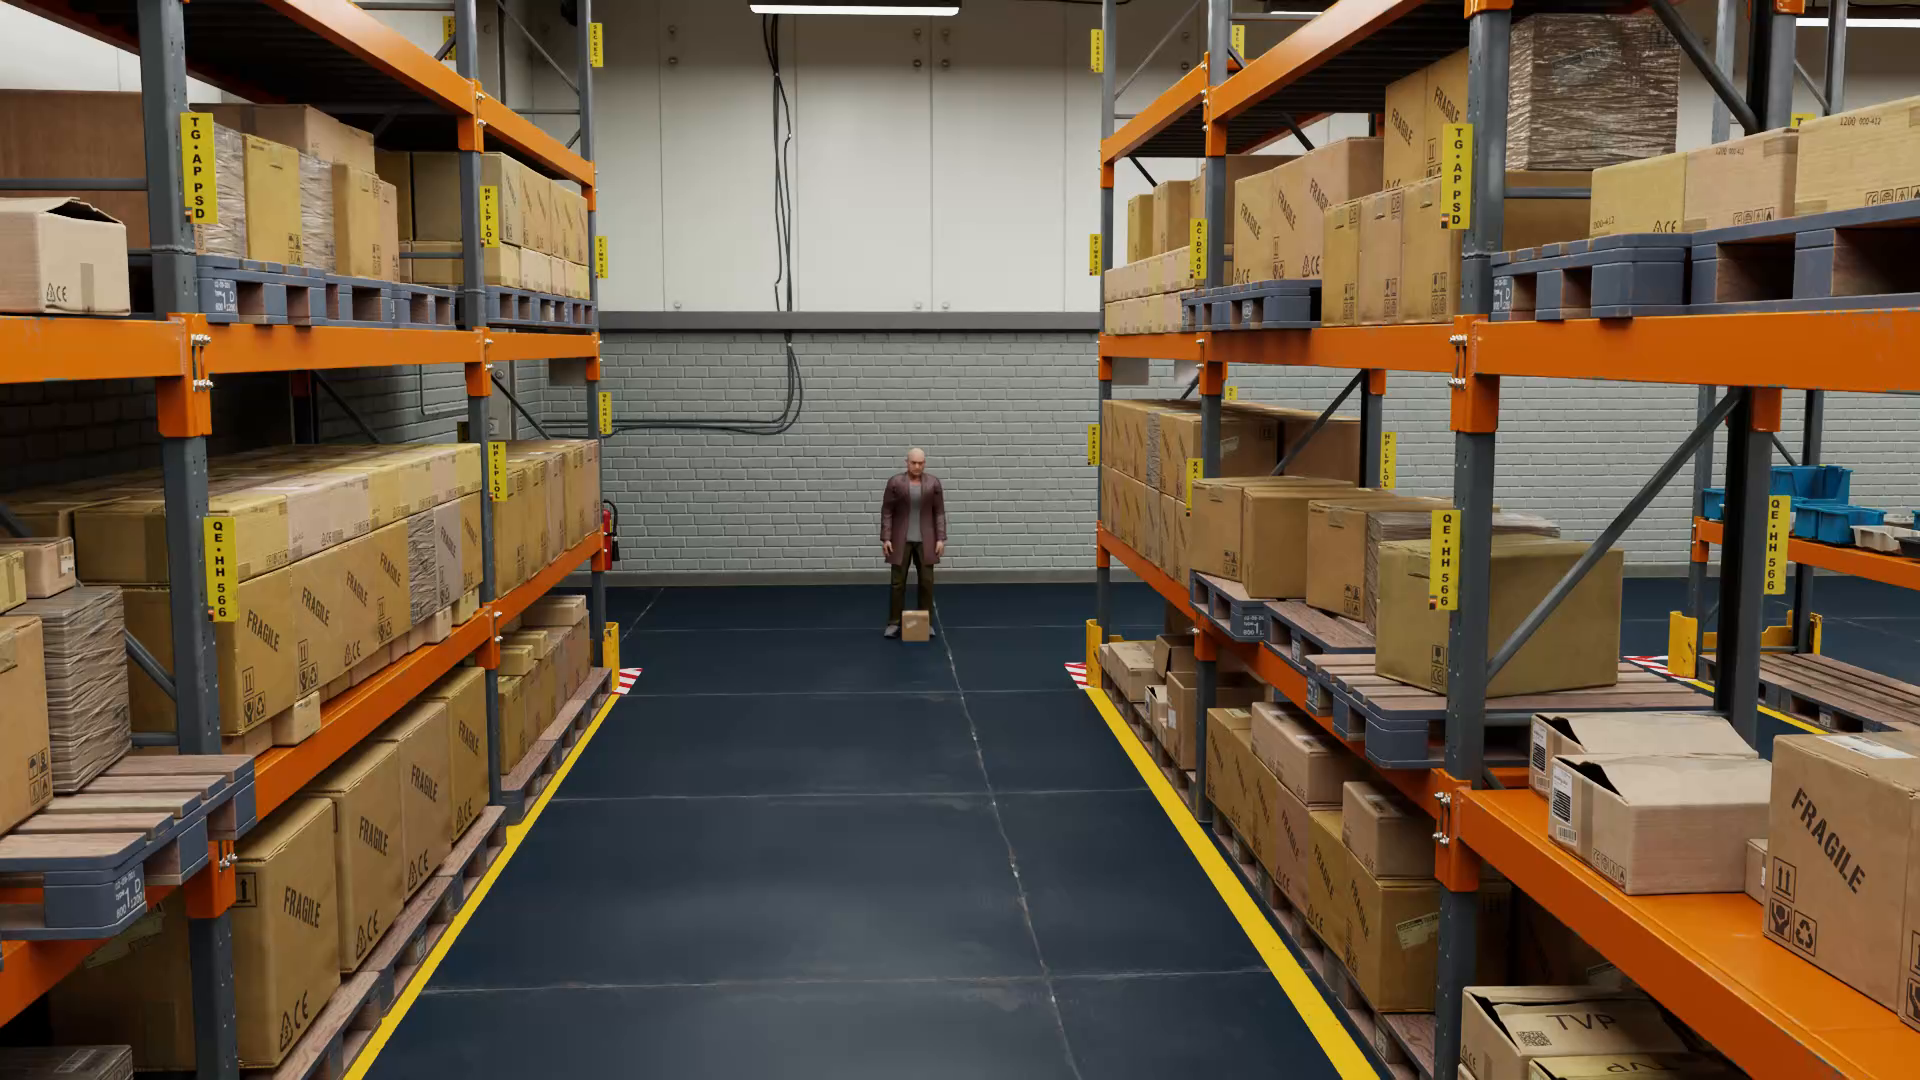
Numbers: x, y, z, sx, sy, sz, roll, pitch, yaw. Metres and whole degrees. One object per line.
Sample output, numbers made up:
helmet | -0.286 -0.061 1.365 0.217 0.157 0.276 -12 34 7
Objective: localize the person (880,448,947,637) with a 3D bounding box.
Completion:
person | -0.437 0.077 15.664 0.640 1.652 0.428 -1 7 -6
